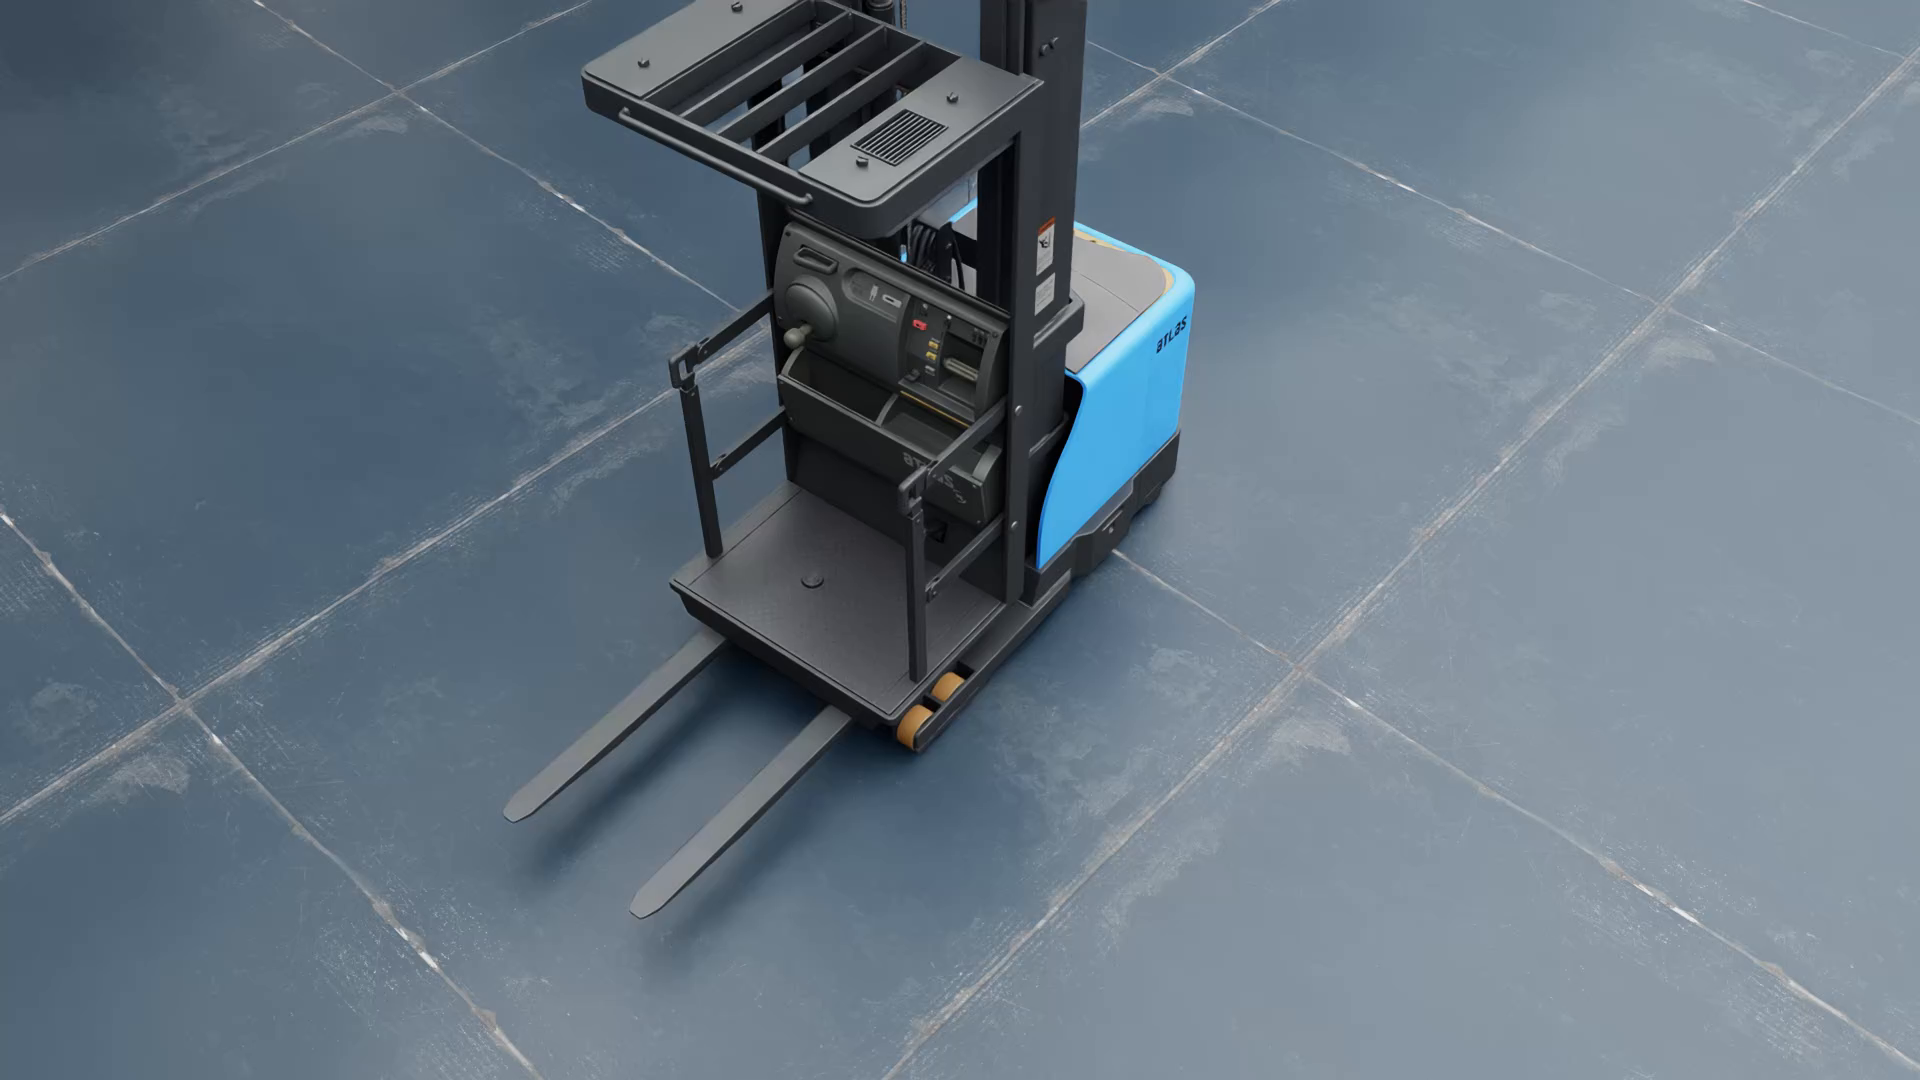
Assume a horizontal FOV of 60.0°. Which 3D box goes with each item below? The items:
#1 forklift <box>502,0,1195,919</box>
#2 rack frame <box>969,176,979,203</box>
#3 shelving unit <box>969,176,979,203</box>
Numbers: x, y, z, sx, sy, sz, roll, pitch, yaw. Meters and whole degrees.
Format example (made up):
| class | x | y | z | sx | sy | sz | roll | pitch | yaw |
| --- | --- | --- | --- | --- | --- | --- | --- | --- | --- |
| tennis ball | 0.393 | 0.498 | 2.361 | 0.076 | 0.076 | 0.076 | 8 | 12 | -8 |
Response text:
| class | x | y | z | sx | sy | sz | roll | pitch | yaw |
| --- | --- | --- | --- | --- | --- | --- | --- | --- | --- |
| forklift | -0.380 | -0.642 | 5.451 | 1.130 | 2.935 | 3.031 | 29 | 53 | 25 |
| rack frame | 0.075 | -1.192 | 7.257 | 0.008 | 1.050 | 0.200 | 14 | 48 | 13 |
| shelving unit | 0.190 | -1.163 | 7.229 | 0.252 | 1.050 | 0.215 | 14 | 48 | 13 |
